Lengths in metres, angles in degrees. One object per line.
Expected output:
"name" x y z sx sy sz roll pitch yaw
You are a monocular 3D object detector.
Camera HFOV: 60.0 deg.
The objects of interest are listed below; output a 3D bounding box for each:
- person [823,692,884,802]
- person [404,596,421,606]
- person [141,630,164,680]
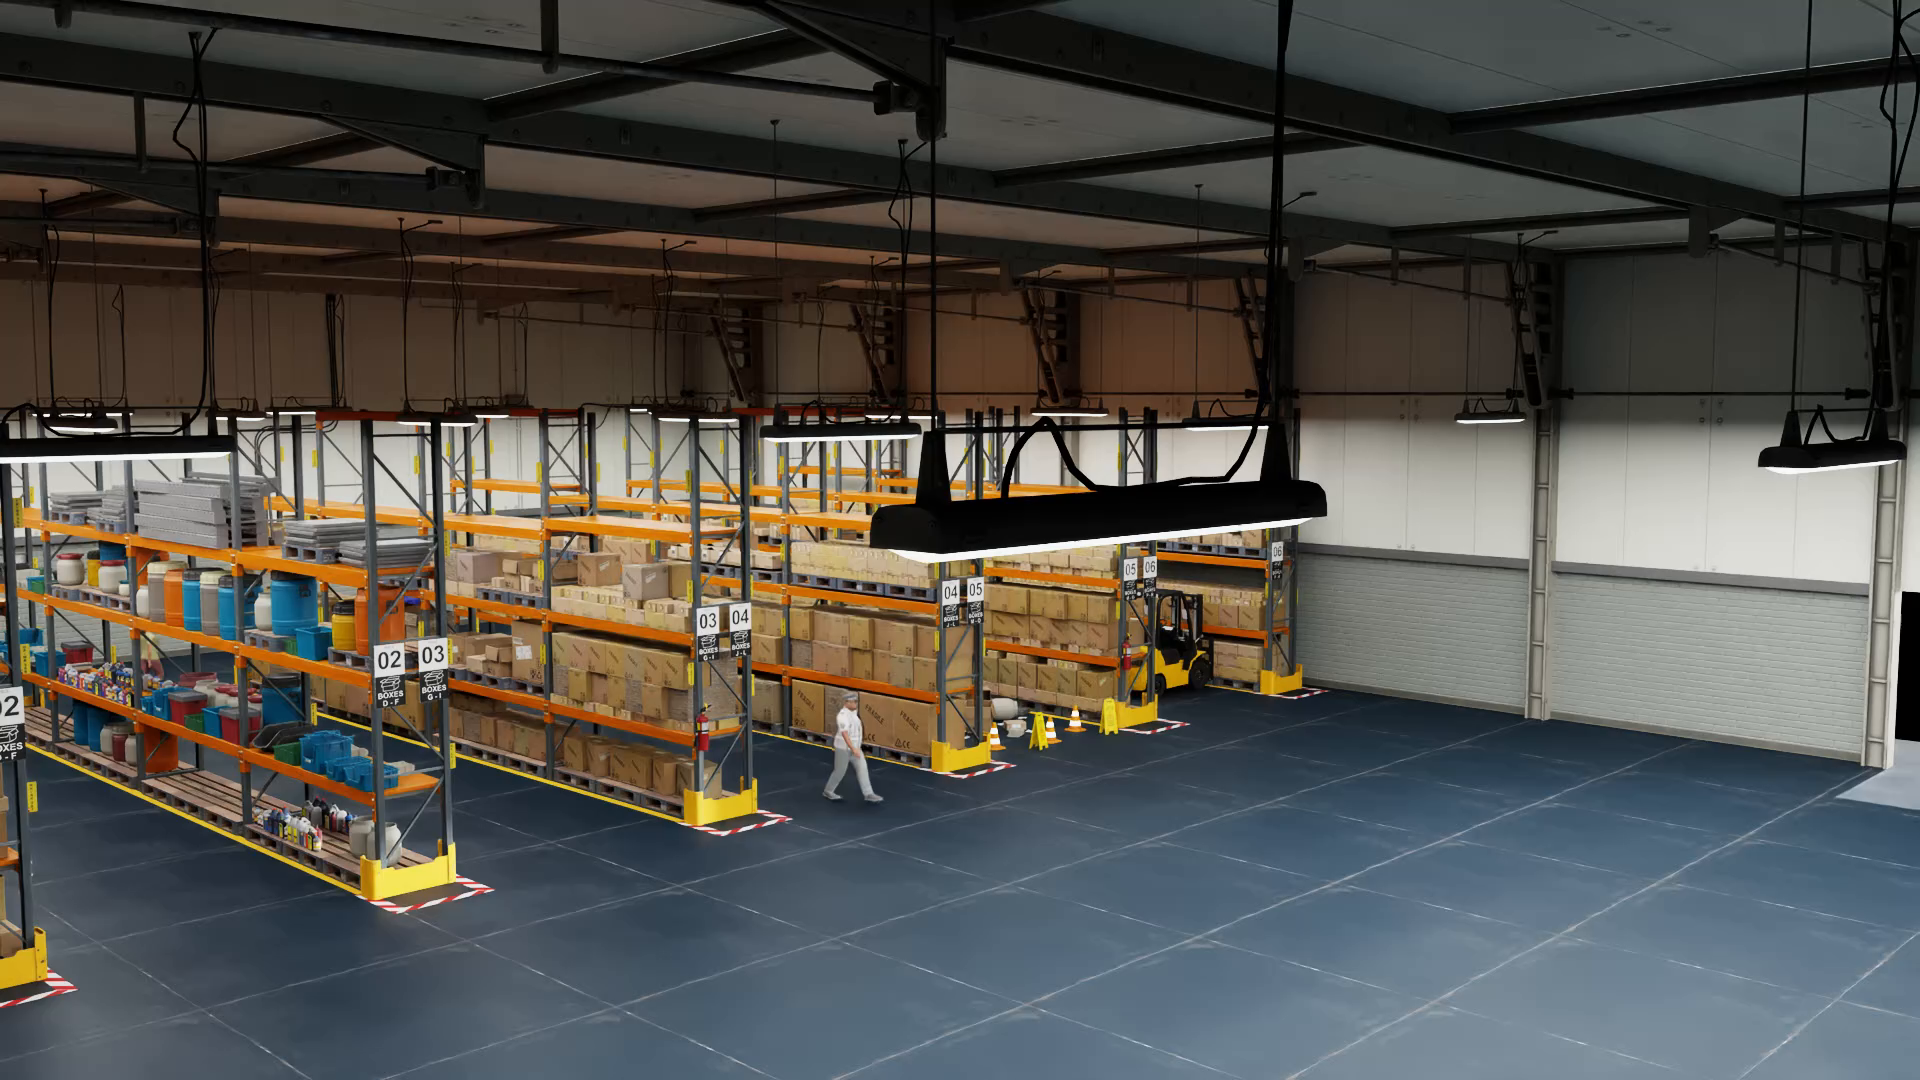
"person" -1.648 3.189 25.696 1.029 1.693 0.546 3 6 27
"person" -13.706 1.827 41.650 0.432 1.596 1.051 -1 5 -16
"person" -16.643 2.501 34.124 0.448 1.693 0.652 1 5 10
